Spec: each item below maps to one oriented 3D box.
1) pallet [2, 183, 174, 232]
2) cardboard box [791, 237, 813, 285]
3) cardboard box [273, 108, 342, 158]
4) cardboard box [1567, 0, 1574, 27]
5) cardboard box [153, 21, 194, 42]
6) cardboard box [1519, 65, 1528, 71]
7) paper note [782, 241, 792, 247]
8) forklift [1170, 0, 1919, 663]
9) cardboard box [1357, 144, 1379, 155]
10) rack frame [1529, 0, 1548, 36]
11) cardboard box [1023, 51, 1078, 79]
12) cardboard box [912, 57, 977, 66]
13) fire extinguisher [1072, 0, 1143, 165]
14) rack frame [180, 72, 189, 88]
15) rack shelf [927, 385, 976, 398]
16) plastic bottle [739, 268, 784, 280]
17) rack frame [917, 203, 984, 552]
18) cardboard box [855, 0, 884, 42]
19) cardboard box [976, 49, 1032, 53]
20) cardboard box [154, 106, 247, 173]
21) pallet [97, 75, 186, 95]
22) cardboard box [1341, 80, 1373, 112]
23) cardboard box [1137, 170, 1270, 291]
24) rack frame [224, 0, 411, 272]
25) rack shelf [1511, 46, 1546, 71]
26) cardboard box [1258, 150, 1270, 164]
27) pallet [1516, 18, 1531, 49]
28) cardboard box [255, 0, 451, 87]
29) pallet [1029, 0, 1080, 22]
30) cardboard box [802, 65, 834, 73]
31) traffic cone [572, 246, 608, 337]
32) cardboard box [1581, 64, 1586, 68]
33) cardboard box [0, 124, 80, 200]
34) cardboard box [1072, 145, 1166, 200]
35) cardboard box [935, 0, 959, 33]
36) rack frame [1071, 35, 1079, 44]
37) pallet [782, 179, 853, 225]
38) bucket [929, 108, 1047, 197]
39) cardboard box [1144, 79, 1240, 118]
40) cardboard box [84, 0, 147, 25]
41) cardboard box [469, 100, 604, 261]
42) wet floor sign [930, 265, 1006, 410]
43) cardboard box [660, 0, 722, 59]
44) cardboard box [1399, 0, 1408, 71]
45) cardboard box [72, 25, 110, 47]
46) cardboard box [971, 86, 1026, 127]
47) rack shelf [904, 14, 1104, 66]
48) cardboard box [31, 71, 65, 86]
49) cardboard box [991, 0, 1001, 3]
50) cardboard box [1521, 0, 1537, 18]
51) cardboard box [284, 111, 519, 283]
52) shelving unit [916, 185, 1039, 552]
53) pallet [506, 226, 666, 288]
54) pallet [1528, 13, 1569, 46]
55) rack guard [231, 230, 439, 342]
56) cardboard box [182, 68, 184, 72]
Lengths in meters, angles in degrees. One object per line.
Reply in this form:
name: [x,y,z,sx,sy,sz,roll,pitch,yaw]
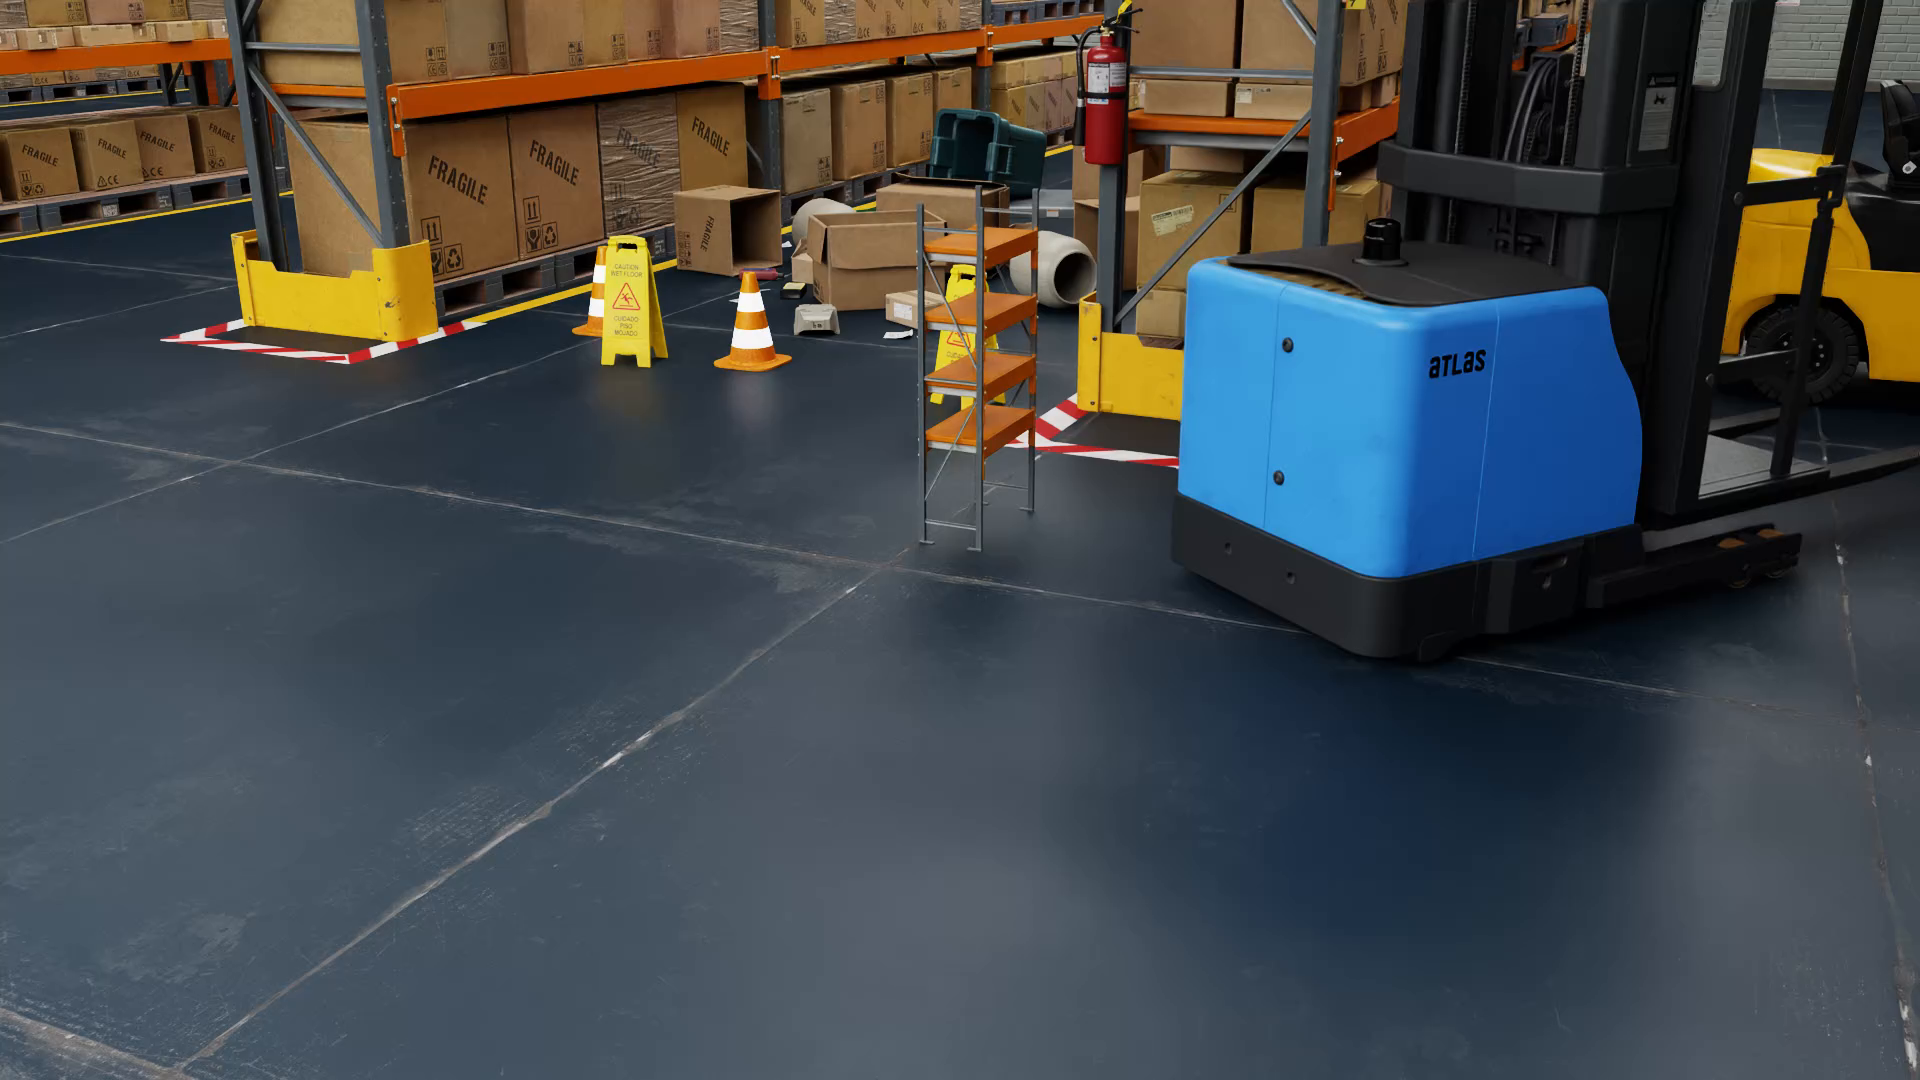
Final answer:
pallet: [2.383,-3.623,15.841,15.839,0.211,14.238,9,21,23]
cardboard box: [-0.851,-1.771,10.551,0.396,0.266,0.258,13,23,32]
cardboard box: [-6.040,-3.763,15.146,0.700,0.500,0.500,7,21,19]
cardboard box: [5.619,-5.085,16.013,0.500,0.250,0.500,8,21,21]
cardboard box: [-6.400,-4.089,13.365,0.380,0.149,0.250,9,21,23]
cardboard box: [4.727,-3.808,14.744,0.875,0.875,0.875,8,21,22]
paper note: [-1.725,-4.195,17.449,2.542,0.211,11.881,-5,20,-15]
forklift: [2.244,-1.361,5.423,3.031,2.935,1.130,-11,22,-28]
cardboard box: [2.318,-1.915,9.234,0.500,0.500,0.500,10,22,26]
rack frame: [4.368,-4.411,13.896,1.000,3.000,0.127,9,21,23]
cardboard box: [0.948,-5.075,17.746,0.500,0.250,0.500,8,21,20]
cardboard box: [-0.148,-4.678,16.631,0.500,0.250,0.500,8,21,21]
fire extinguisher: [0.625,-1.958,7.112,0.296,0.674,0.183,9,21,23]
rack frame: [-12.071,-8.354,24.983,1.000,3.000,0.127,9,21,23]
rack shelf: [0.068,-0.579,5.923,0.199,0.029,0.442,9,21,23]
plastic bottle: [-1.266,-1.707,10.677,0.283,0.061,0.133,1,20,4]
rack frame: [-0.032,-0.541,5.700,0.240,1.200,0.015,9,21,23]
cardboard box: [-0.953,-4.315,13.476,0.500,0.500,0.500,8,21,22]
cardboard box: [0.477,-5.148,17.952,0.500,0.250,0.500,9,22,25]
cardboard box: [-6.511,-3.452,14.302,0.500,0.500,0.500,8,21,21]
pallet: [-12.370,-6.787,24.737,1.003,0.211,1.213,9,21,23]
cardboard box: [1.693,-2.072,7.693,0.380,0.149,0.250,8,21,21]
cardboard box: [1.182,-1.502,8.074,0.500,0.500,0.500,9,21,23]
rack frame: [-3.465,-2.614,8.843,1.000,3.000,0.127,9,21,23]
rack shelf: [3.549,-3.461,12.298,1.077,0.370,4.000,9,21,23]
cardboard box: [1.377,-2.006,8.521,0.380,0.149,0.250,9,21,24]
pallet: [1.110,-4.573,12.401,6.013,1.710,2.234,8,21,21]
cardboard box: [-3.354,-2.804,9.154,0.875,0.550,0.550,9,21,23]
pallet: [0.584,-5.580,17.469,1.003,0.211,1.213,9,21,23]
cardboard box: [-2.323,-6.657,22.754,0.875,0.875,0.875,9,21,23]
traffic cone: [-1.952,-1.386,9.176,0.336,0.463,0.334,9,21,23]
cardboard box: [7.465,-5.632,20.526,0.875,0.438,0.875,8,21,21]
cardboard box: [-7.191,-2.910,12.780,0.500,0.500,0.500,11,22,28]
cardboard box: [1.094,-2.603,11.411,0.500,0.500,0.500,9,21,23]
cardboard box: [-0.334,-4.780,14.784,0.500,0.500,0.500,9,21,23]
rack frame: [1.446,-6.283,19.159,0.949,2.616,0.053,9,21,23]
pallet: [-1.580,-2.769,13.441,1.003,0.211,1.213,9,21,23]
bucket: [0.221,-2.653,11.568,0.726,0.611,0.620,18,16,41]
cardboard box: [1.050,-1.991,7.466,0.380,0.149,0.250,9,22,25]
cardboard box: [-6.901,-4.292,12.967,0.875,0.500,0.500,9,21,23]
cardboard box: [-2.889,-2.297,10.494,0.875,0.875,0.875,8,21,22]
wet floor sign: [0.038,-0.945,7.664,0.267,0.644,0.232,18,26,41]
cardboard box: [-2.172,-3.622,11.453,0.875,0.550,0.550,9,21,23]
cardboard box: [1.956,-2.574,8.138,0.500,0.500,0.500,8,21,22]
cardboard box: [-6.758,-3.867,12.742,0.380,0.149,0.250,9,21,23]
cardboard box: [0.333,-4.261,16.577,0.500,0.500,0.500,8,21,20]
rack shelf: [0.630,-5.332,17.559,1.077,0.370,4.000,9,21,23]
cardboard box: [-12.843,-6.574,23.053,0.500,0.500,0.500,8,21,22]
cardboard box: [0.178,-5.248,15.998,0.380,0.149,0.250,8,21,22]
cardboard box: [4.132,-4.021,12.548,0.380,0.149,0.250,9,21,24]
cardboard box: [-2.855,-3.268,10.056,0.987,2.999,2.515,9,21,24]
shelving unit: [0.068,-0.616,5.910,0.258,1.200,0.503,9,21,23]
pallet: [-2.708,-1.927,11.072,1.003,0.211,1.213,9,21,23]
pallet: [4.174,-4.088,13.275,1.213,0.211,1.003,9,21,23]
rack guard: [-3.475,-1.429,9.241,1.175,0.500,0.348,9,21,23]
cardboard box: [-11.702,-7.393,25.638,0.500,0.311,0.500,9,21,23]
